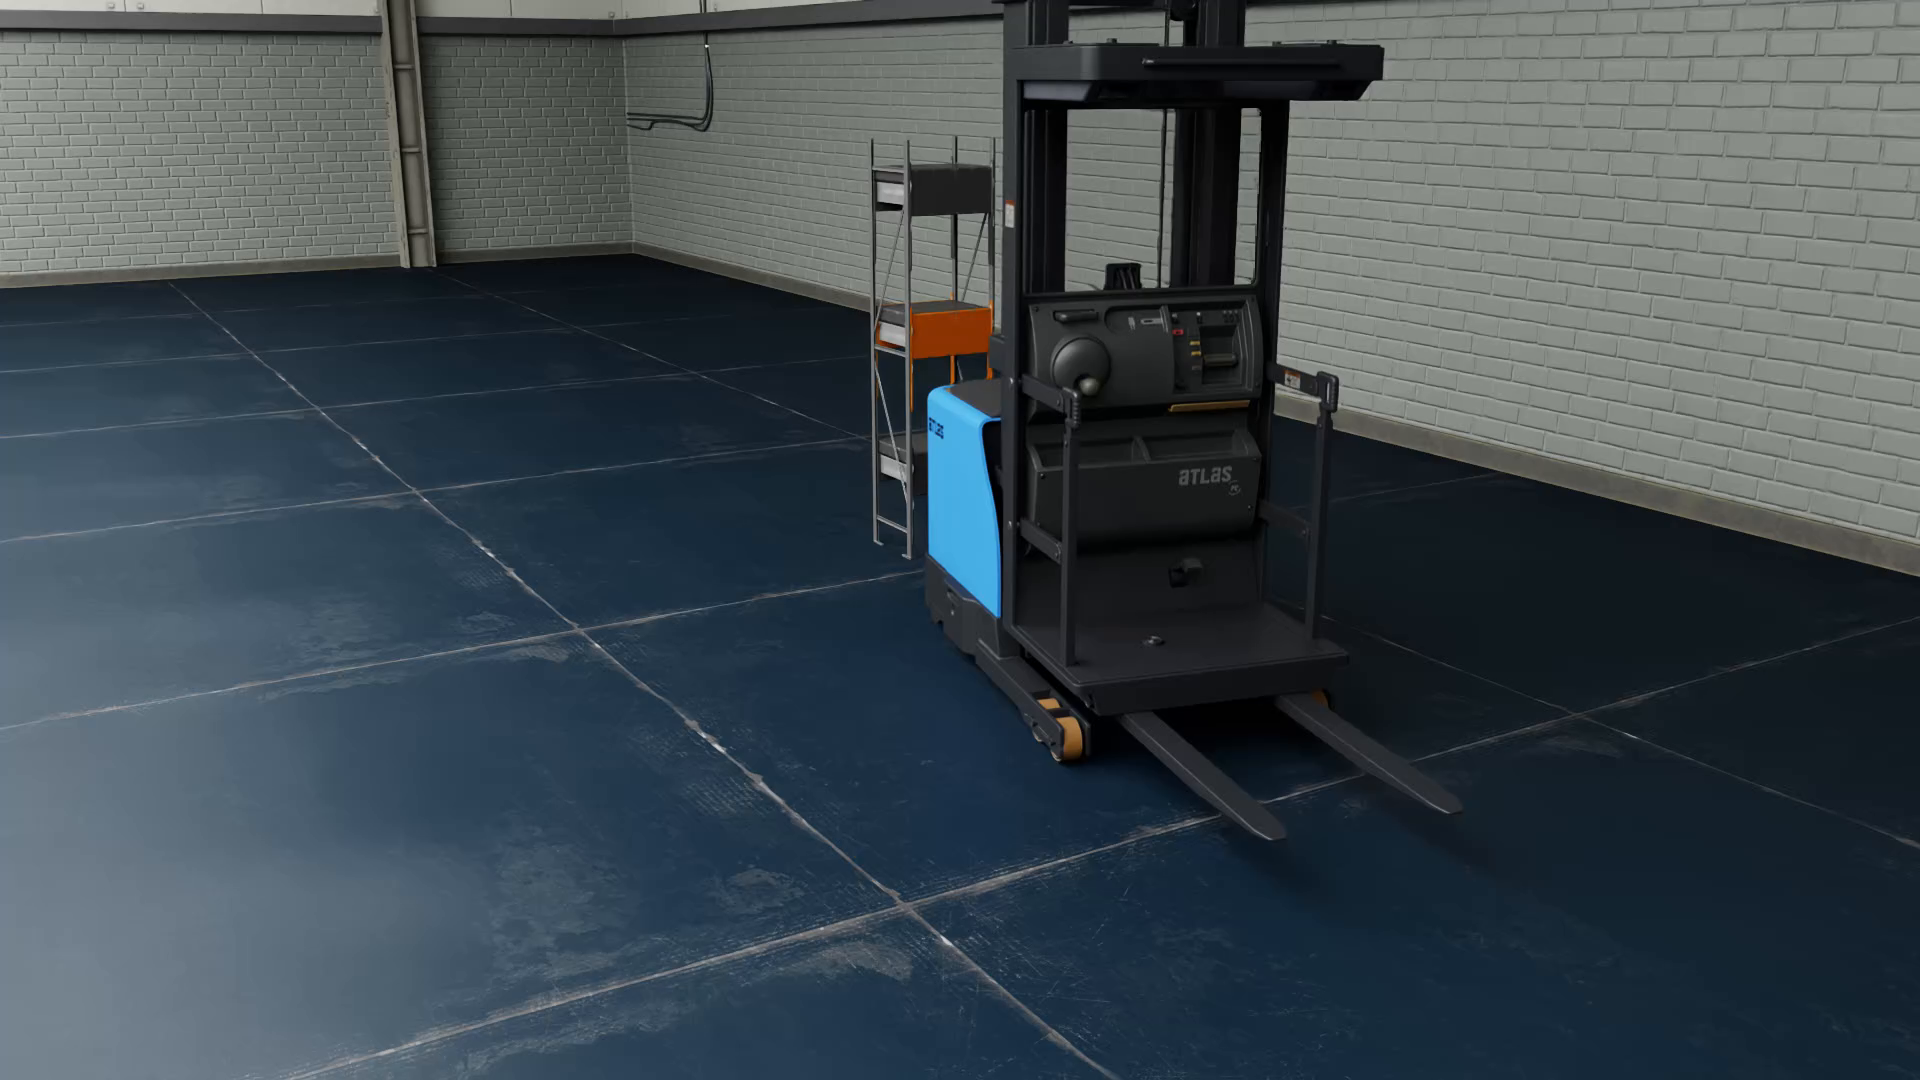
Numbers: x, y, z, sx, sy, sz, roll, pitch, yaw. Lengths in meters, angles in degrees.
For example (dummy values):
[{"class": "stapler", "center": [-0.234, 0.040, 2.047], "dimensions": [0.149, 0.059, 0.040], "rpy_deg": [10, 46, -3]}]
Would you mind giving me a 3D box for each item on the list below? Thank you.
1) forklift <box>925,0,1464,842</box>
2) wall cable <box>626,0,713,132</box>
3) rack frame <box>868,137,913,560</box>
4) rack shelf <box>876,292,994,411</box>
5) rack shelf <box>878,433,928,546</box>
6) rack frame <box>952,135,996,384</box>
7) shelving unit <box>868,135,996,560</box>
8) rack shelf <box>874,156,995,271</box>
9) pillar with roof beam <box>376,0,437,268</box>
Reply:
[{"class": "forklift", "center": [0.775, -0.726, 6.068], "dimensions": [1.130, 2.935, 3.031], "rpy_deg": [-5, 16, -17]}, {"class": "wall cable", "center": [-3.824, -6.498, 21.173], "dimensions": [0.112, 2.526, 3.097], "rpy_deg": [-9, 18, -30]}, {"class": "rack frame", "center": [-0.351, -0.954, 8.423], "dimensions": [0.015, 2.100, 0.400], "rpy_deg": [-9, 18, -30]}, {"class": "rack shelf", "center": [-0.142, -0.975, 8.548], "dimensions": [0.480, 0.518, 0.431], "rpy_deg": [-9, 18, -30]}, {"class": "rack shelf", "center": [-0.142, -0.301, 8.737], "dimensions": [0.480, 0.518, 0.431], "rpy_deg": [-9, 18, -30]}, {"class": "rack frame", "center": [0.067, -1.022, 8.665], "dimensions": [0.015, 2.100, 0.400], "rpy_deg": [-9, 18, -30]}, {"class": "shelving unit", "center": [-0.142, -0.988, 8.544], "dimensions": [0.503, 2.100, 0.431], "rpy_deg": [-9, 18, -30]}, {"class": "rack shelf", "center": [-0.142, -1.649, 8.359], "dimensions": [0.480, 0.518, 0.431], "rpy_deg": [-9, 18, -30]}, {"class": "pillar with roof beam", "center": [-4.813, -6.894, 16.831], "dimensions": [0.400, 9.000, 9.100], "rpy_deg": [-9, 18, -30]}]
